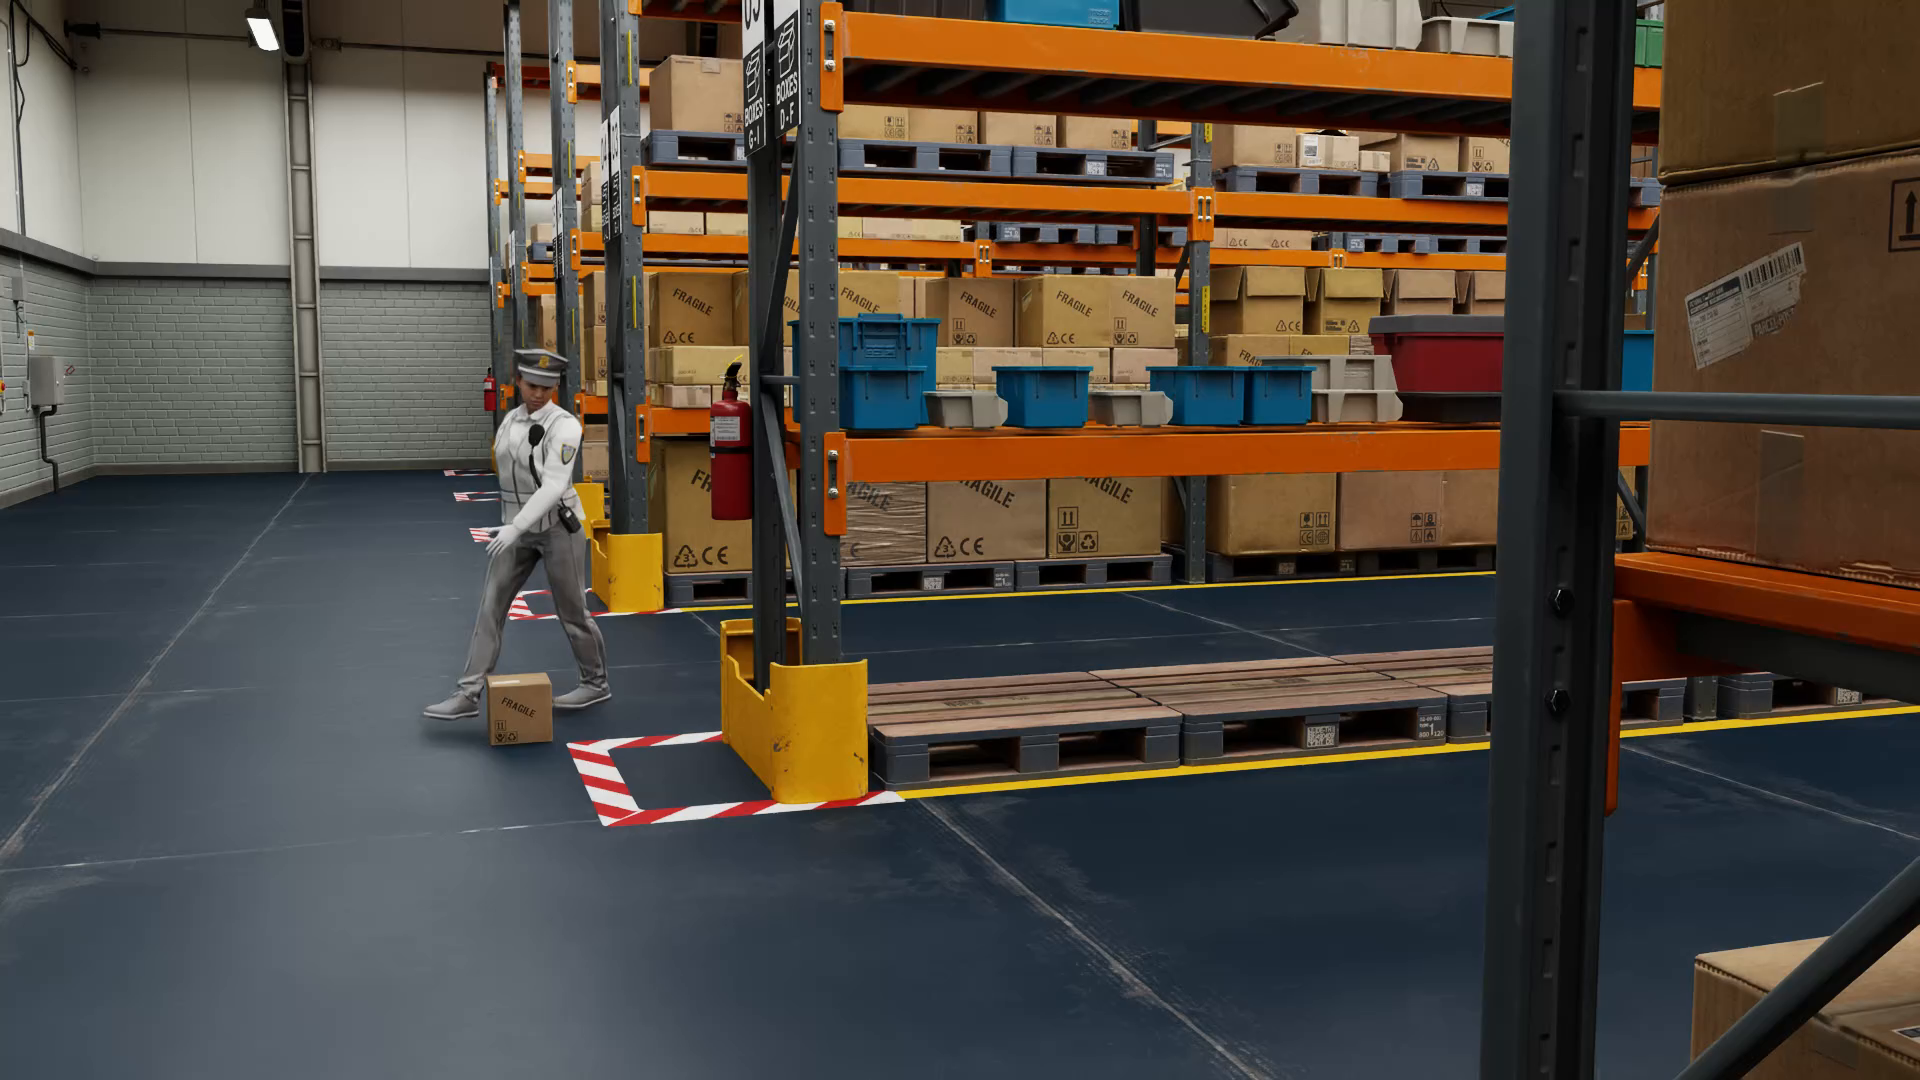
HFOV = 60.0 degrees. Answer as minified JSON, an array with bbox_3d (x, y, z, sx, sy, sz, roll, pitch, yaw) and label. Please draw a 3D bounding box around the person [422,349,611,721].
[{"bbox_3d":[-1.890,-0.014,7.251,0.506,1.607,0.865,3,7,29],"label":"person"}]
